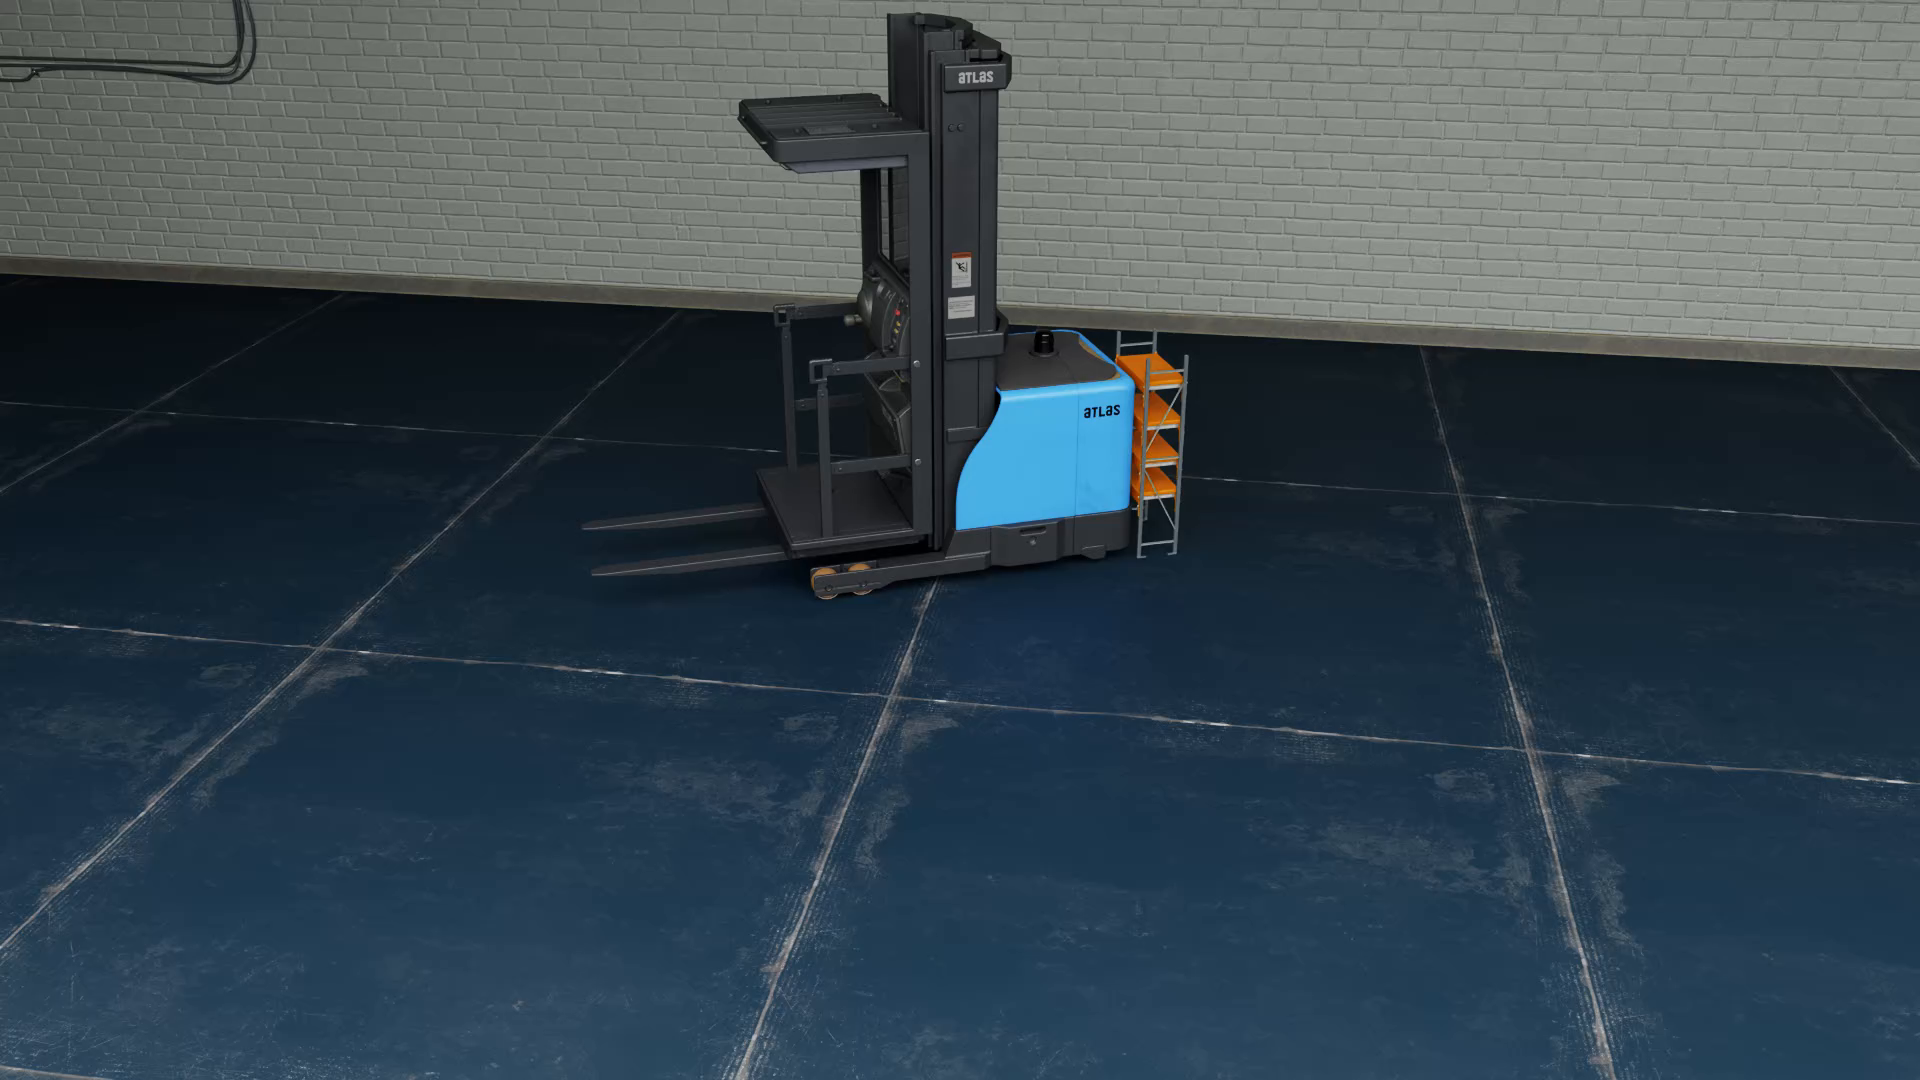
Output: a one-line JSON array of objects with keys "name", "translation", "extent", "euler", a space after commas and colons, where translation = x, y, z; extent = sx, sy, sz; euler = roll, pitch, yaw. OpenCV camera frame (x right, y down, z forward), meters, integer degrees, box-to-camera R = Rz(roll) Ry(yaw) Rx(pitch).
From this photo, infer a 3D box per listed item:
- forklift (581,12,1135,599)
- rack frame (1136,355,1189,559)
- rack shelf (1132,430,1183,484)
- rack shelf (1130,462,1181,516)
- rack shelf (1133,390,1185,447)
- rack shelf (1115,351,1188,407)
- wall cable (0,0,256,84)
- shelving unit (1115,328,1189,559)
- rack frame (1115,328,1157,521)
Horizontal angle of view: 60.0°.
[{"name": "forklift", "translation": [-0.598, -1.254, 8.971], "extent": [3.031, 2.935, 1.130], "euler": [-7, 26, -15]}, {"name": "rack frame", "translation": [1.129, -0.452, 9.301], "extent": [0.240, 1.200, 0.015], "euler": [-6, 26, -13]}, {"name": "rack shelf", "translation": [1.069, -0.492, 9.543], "extent": [0.258, 0.148, 0.480], "euler": [-6, 26, -13]}, {"name": "rack shelf", "translation": [1.069, -0.312, 9.628], "extent": [0.258, 0.148, 0.480], "euler": [-6, 26, -13]}, {"name": "rack shelf", "translation": [1.069, -0.694, 9.449], "extent": [0.258, 0.148, 0.480], "euler": [-6, 26, -13]}, {"name": "rack shelf", "translation": [1.069, -0.908, 9.348], "extent": [0.258, 0.148, 0.480], "euler": [-6, 26, -13]}, {"name": "wall cable", "translation": [-7.254, -4.945, 13.362], "extent": [3.097, 2.526, 0.112], "euler": [4, 25, 9]}, {"name": "shelving unit", "translation": [1.069, -0.552, 9.515], "extent": [0.258, 1.200, 0.503], "euler": [-6, 26, -13]}, {"name": "rack frame", "translation": [1.009, -0.653, 9.729], "extent": [0.240, 1.200, 0.015], "euler": [-6, 26, -13]}]
